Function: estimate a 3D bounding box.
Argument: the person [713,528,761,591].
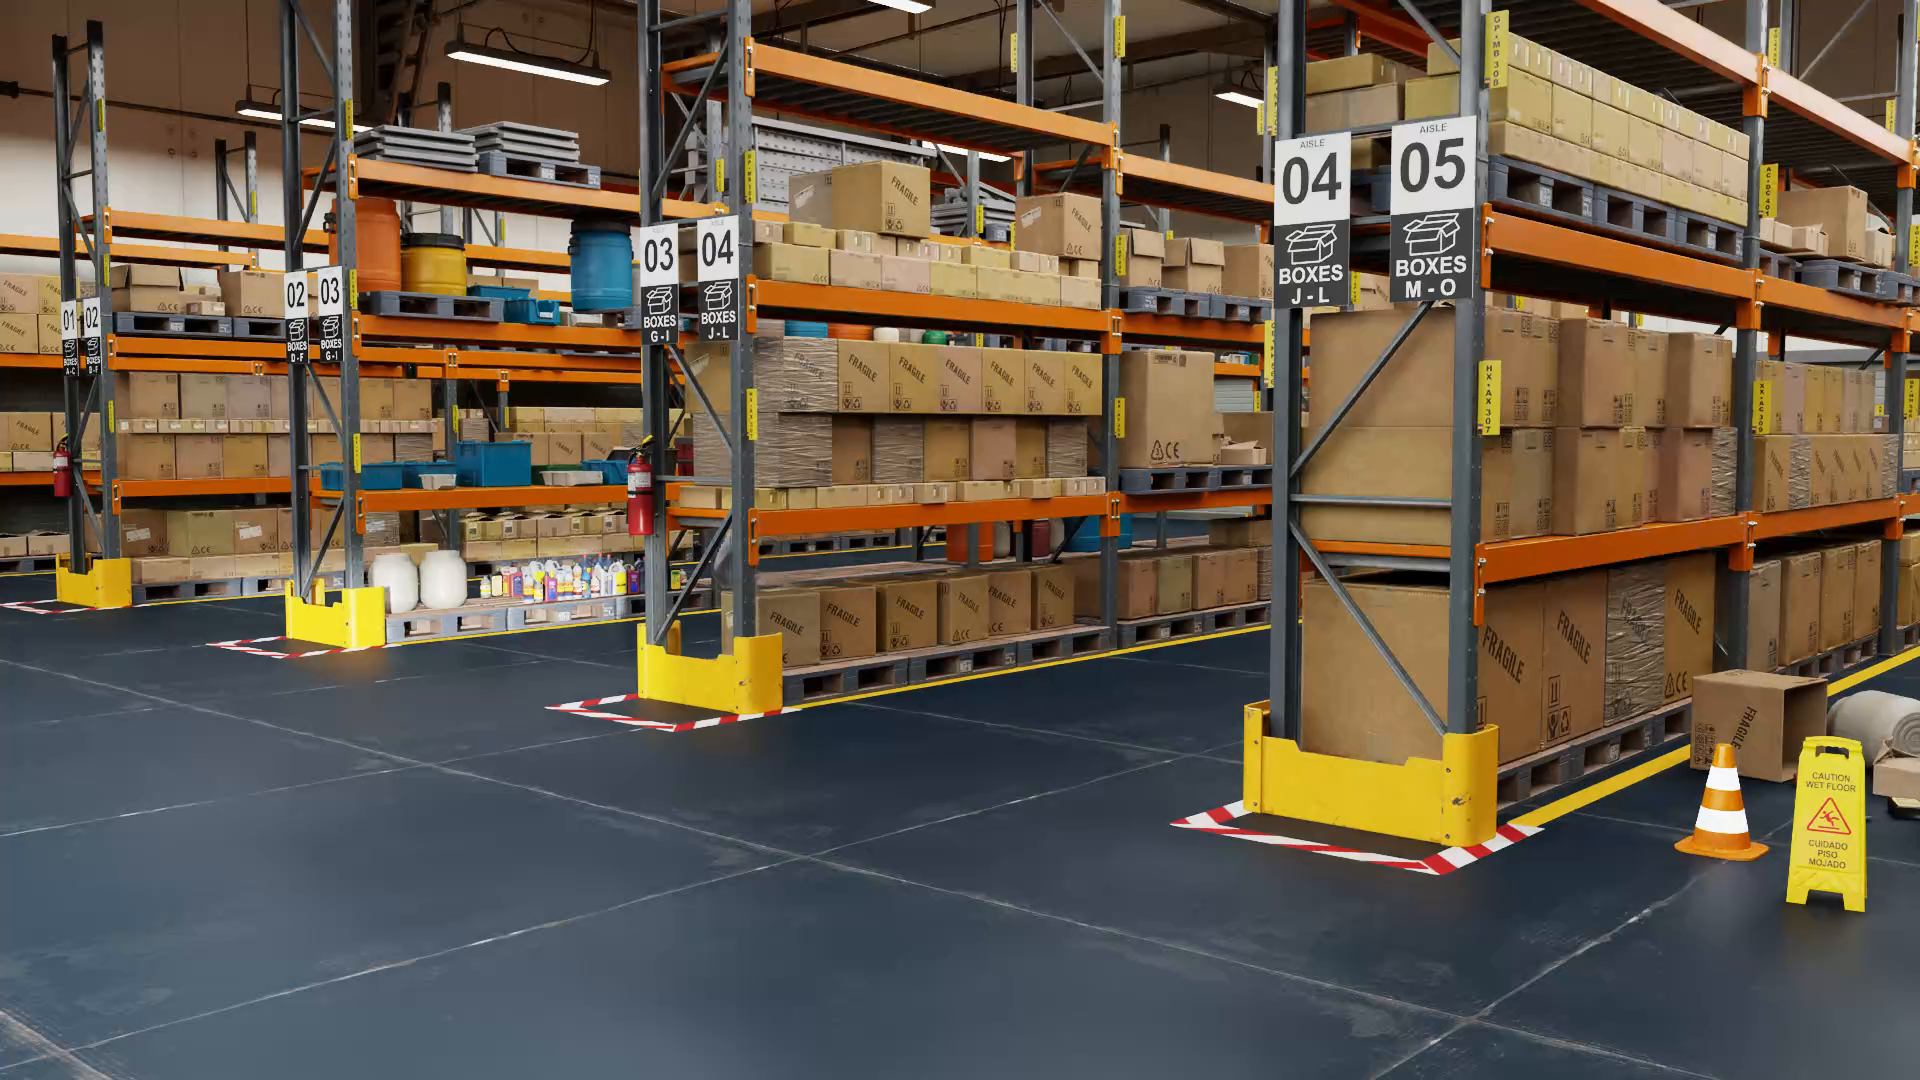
[{"bbox_3d":[-2.048,0.011,15.473,0.409,1.599,0.418,3,5,41],"label":"person"}]
